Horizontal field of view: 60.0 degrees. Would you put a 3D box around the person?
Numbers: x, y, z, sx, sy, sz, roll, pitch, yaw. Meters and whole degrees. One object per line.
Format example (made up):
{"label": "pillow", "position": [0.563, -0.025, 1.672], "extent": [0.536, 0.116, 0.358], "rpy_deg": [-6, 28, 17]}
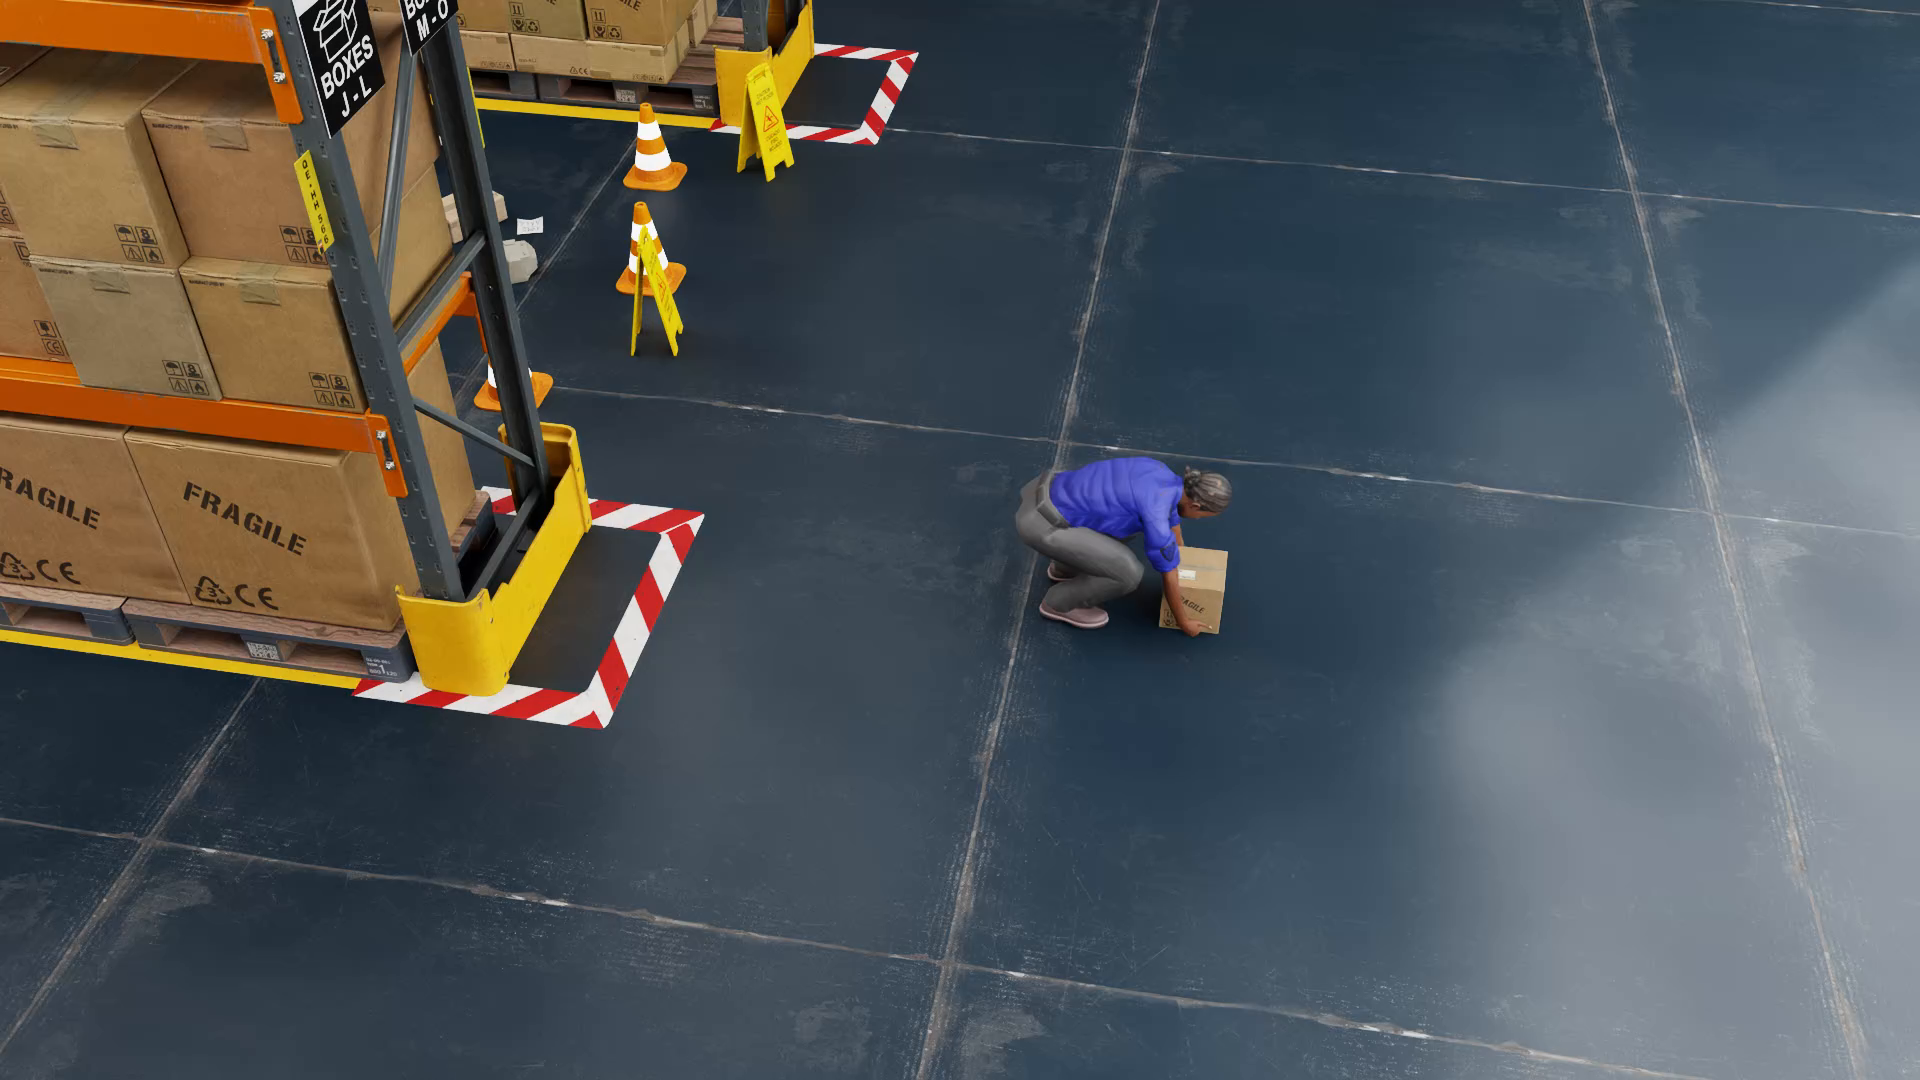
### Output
{"label": "person", "position": [0.663, -0.005, 6.891], "extent": [0.862, 0.744, 0.457], "rpy_deg": [6, 41, 6]}
